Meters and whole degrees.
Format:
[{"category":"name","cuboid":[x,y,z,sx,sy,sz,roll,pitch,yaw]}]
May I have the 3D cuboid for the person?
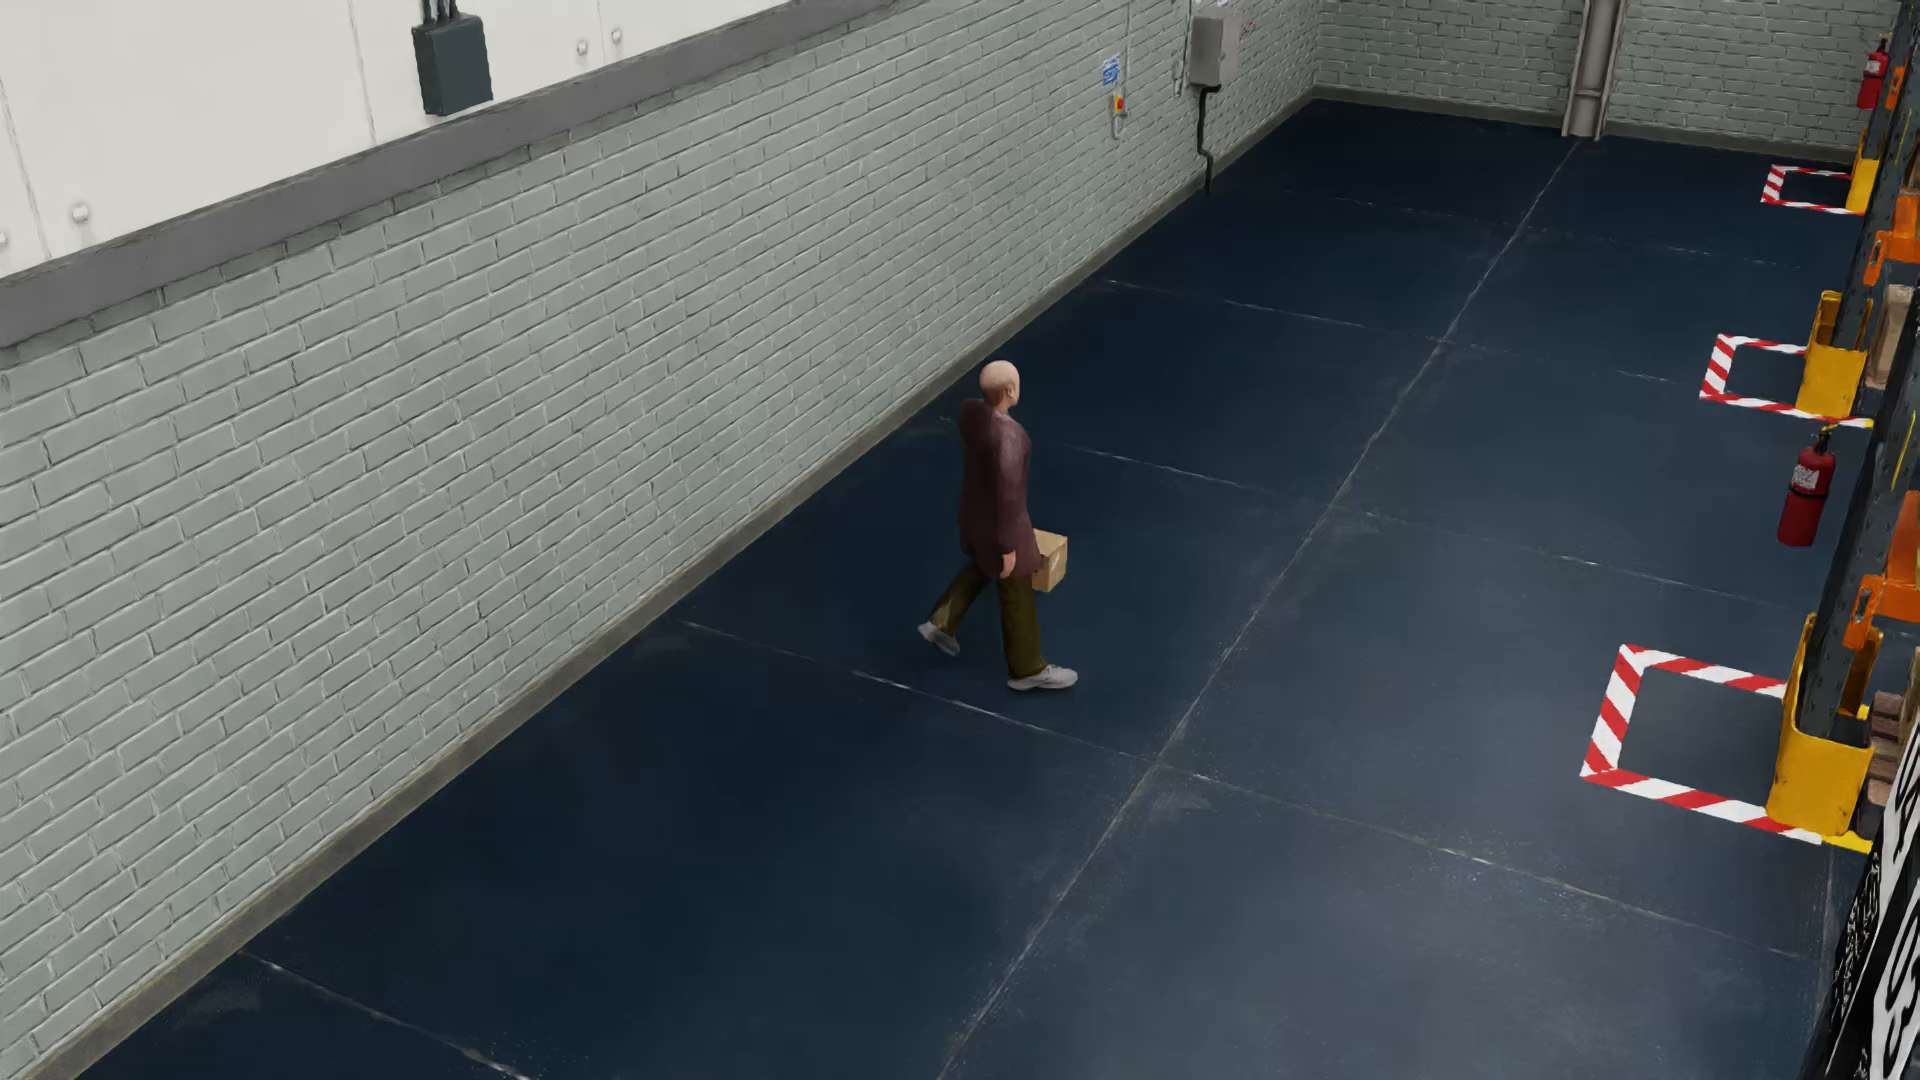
[{"category":"person","cuboid":[0.155,-0.070,8.401,0.703,1.771,0.698,-16,33,-26]}]
